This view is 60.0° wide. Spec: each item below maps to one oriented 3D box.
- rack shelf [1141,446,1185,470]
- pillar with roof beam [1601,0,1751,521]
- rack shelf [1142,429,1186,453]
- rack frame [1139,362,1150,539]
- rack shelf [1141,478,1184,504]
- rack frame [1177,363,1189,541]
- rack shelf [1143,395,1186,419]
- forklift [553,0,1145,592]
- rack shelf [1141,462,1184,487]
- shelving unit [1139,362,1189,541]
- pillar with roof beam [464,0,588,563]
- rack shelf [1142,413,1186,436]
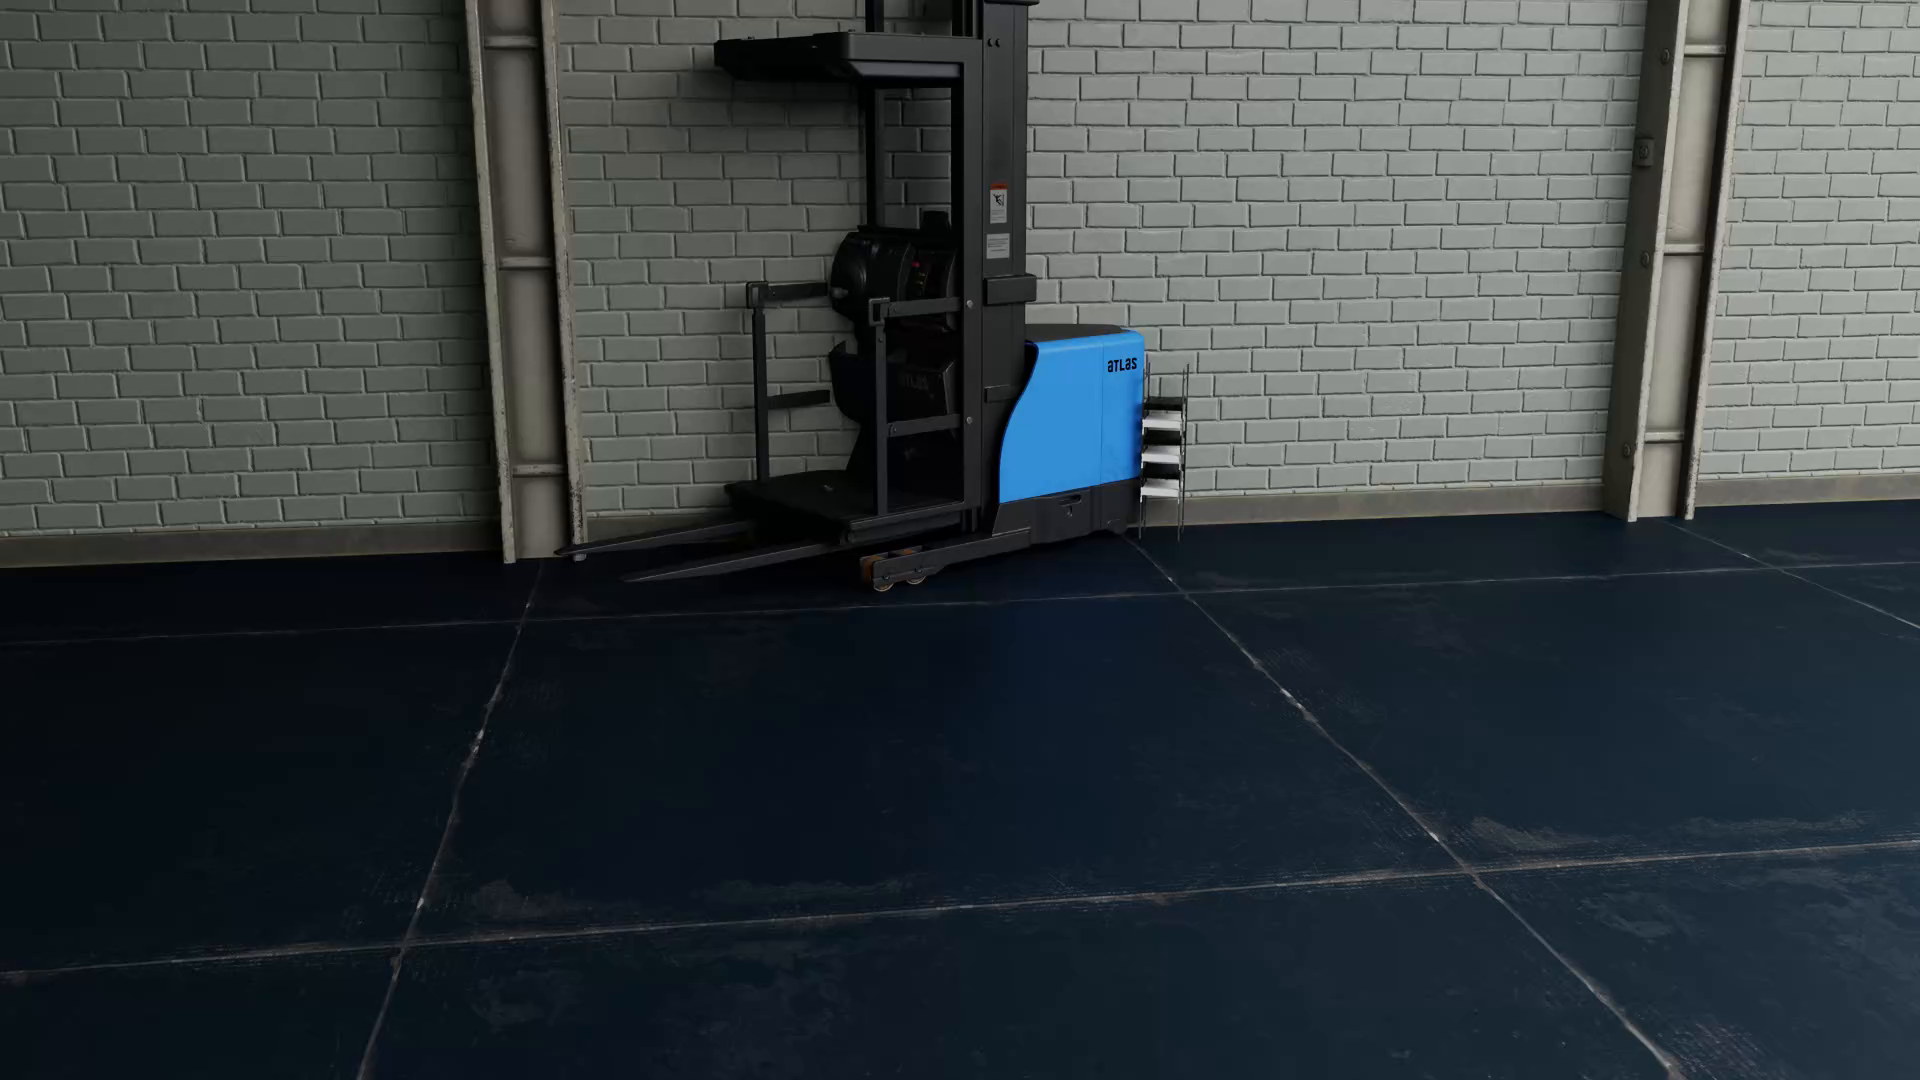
[{"bbox_3d":[1.070,-0.433,8.737,0.200,0.077,0.258,3,14,13],"label":"rack shelf"},{"bbox_3d":[4.477,-3.475,4.079,0.400,9.000,9.100,-2,14,-8],"label":"pillar with roof beam"},{"bbox_3d":[1.070,-0.521,8.715,0.200,0.077,0.258,3,14,13],"label":"rack shelf"},{"bbox_3d":[0.971,-0.471,8.752,0.006,0.900,0.240,3,14,13],"label":"rack frame"},{"bbox_3d":[1.070,-0.259,8.781,0.200,0.077,0.258,3,14,13],"label":"rack shelf"},{"bbox_3d":[1.169,-0.460,8.706,0.006,0.900,0.240,3,14,13],"label":"rack frame"},{"bbox_3d":[1.070,-0.695,8.671,0.200,0.077,0.258,3,14,13],"label":"rack shelf"},{"bbox_3d":[-0.481,-1.324,7.978,3.031,2.935,1.130,-11,18,-38],"label":"forklift"},{"bbox_3d":[1.070,-0.346,8.759,0.200,0.077,0.258,3,14,13],"label":"rack shelf"},{"bbox_3d":[1.070,-0.466,8.729,0.210,0.900,0.258,3,14,13],"label":"shelving unit"},{"bbox_3d":[-1.456,-3.258,3.212,0.400,9.000,9.100,-2,14,-8],"label":"pillar with roof beam"},{"bbox_3d":[1.070,-0.608,8.693,0.200,0.077,0.258,3,14,13],"label":"rack shelf"}]
